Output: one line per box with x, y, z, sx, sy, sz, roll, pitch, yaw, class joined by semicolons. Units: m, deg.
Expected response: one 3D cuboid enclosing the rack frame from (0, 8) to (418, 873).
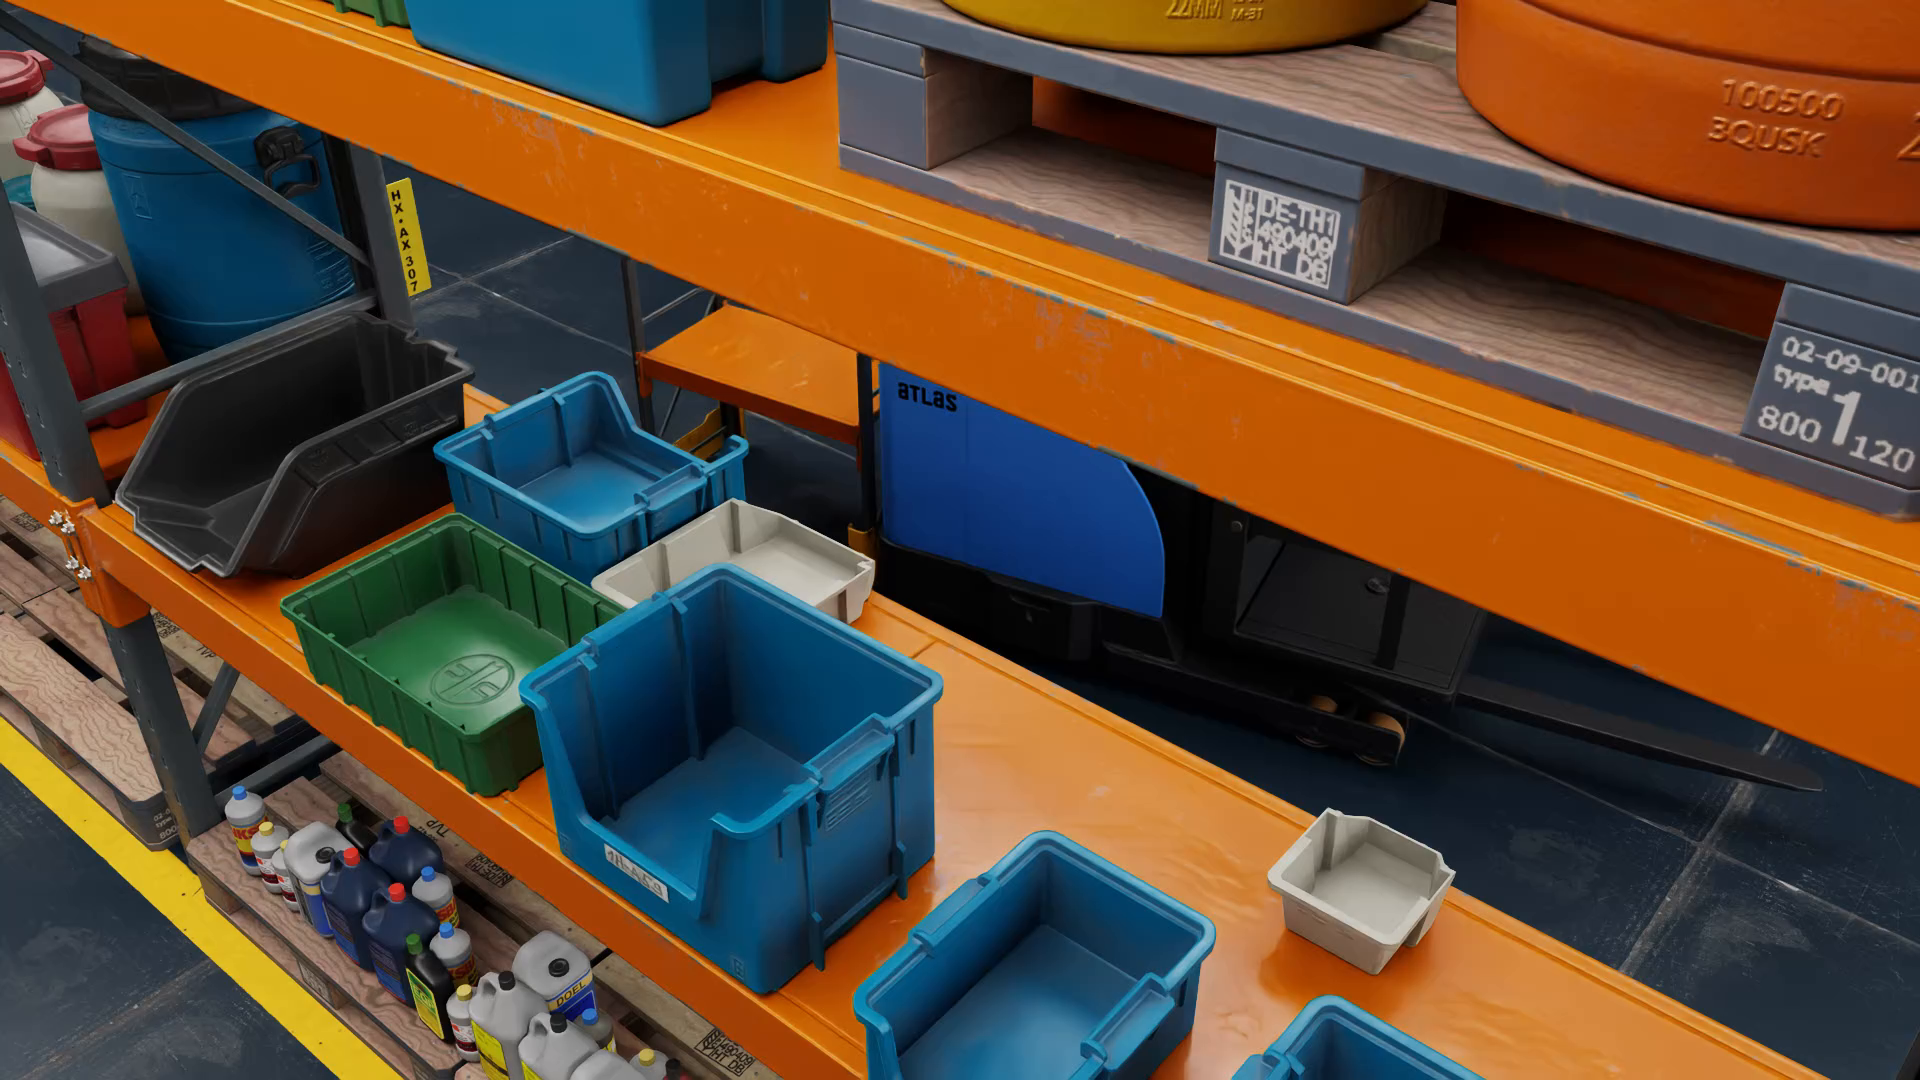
-1.881;-0.474;4.291;0.127;3.000;1.000;25;42;32;rack frame

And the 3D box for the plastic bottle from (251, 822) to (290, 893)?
-1.838;0.841;4.459;0.097;0.201;0.097;0;34;0;plastic bottle

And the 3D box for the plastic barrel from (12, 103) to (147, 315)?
-2.475;-0.972;4.896;0.433;0.535;0.433;0;34;0;plastic barrel

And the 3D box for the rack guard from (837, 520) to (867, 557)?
-0.256;-0.081;6.147;0.087;0.250;0.587;19;39;25;rack guard

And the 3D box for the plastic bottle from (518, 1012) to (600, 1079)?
-0.911;1.199;3.806;0.185;0.351;0.144;27;43;34;plastic bottle

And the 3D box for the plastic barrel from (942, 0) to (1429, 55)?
0.236;-0.870;1.681;0.600;0.588;0.600;0;34;0;plastic barrel

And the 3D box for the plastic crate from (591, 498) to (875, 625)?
-0.471;0.112;3.670;0.437;0.136;0.530;25;42;32;plastic crate

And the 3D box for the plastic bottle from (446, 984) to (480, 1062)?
-1.178;1.152;4.006;0.097;0.201;0.097;0;34;0;plastic bottle

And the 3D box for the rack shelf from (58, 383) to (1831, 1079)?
-0.343;0.547;3.440;4.000;0.370;1.077;25;42;32;rack shelf

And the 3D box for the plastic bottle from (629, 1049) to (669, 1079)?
-0.716;1.258;3.852;0.097;0.201;0.097;0;34;0;plastic bottle

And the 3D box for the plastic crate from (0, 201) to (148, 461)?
-2.448;-0.543;4.334;0.583;0.464;0.402;25;42;32;plastic crate

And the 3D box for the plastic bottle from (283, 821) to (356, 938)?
-1.650;0.878;4.338;0.135;0.276;0.152;27;43;33;plastic bottle

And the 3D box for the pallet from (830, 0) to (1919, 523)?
0.620;-0.526;1.884;1.213;0.211;1.003;25;42;32;pallet

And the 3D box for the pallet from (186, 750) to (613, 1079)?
-1.391;0.937;4.700;1.213;0.211;1.003;25;42;32;pallet

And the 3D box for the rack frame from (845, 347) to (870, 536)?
-0.240;-0.590;5.785;0.032;1.500;0.500;19;39;25;rack frame

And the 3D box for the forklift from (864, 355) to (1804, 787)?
1.229;-0.858;4.910;3.031;2.935;1.130;16;37;21;forklift

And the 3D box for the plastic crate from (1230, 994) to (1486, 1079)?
0.617;0.985;2.298;0.616;0.251;0.499;25;42;32;plastic crate

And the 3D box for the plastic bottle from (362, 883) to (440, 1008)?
-1.381;0.978;4.128;0.185;0.351;0.144;23;41;30;plastic bottle

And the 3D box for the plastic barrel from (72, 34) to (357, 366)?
-1.984;-0.953;4.545;0.708;0.901;0.600;25;42;32;plastic barrel

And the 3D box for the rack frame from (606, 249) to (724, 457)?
-1.108;-0.890;6.221;0.032;1.500;0.500;19;39;25;rack frame

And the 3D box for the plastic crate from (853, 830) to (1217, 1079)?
0.122;0.747;2.644;0.408;0.251;0.499;25;42;32;plastic crate

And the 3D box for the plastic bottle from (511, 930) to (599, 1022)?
-0.978;1.089;4.032;0.135;0.276;0.152;25;42;32;plastic bottle

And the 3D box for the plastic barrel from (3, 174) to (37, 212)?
-2.800;-0.963;5.125;0.301;0.262;0.301;0;34;0;plastic barrel

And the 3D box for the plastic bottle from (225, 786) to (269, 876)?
-1.916;0.775;4.493;0.097;0.271;0.097;0;34;0;plastic bottle

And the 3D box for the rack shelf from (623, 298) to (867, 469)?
-0.674;-0.592;6.105;1.000;0.185;0.538;19;39;25;rack shelf

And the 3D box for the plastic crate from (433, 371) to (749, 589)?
-0.856;-0.130;3.921;0.616;0.251;0.499;25;42;32;plastic crate

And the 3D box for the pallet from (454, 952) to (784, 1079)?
-0.449;1.378;4.056;1.213;0.211;1.003;25;42;32;pallet

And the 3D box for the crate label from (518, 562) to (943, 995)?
-0.394;0.411;2.971;0.616;0.435;0.502;25;42;32;crate label

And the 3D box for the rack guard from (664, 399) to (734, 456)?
-1.107;-0.374;6.574;0.087;0.250;0.587;19;39;25;rack guard

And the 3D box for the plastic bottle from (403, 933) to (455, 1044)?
-1.280;1.083;4.034;0.133;0.283;0.061;27;43;34;plastic bottle

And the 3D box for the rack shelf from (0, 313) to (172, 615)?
-3.418;-0.902;5.549;4.000;0.370;1.077;25;42;32;rack shelf

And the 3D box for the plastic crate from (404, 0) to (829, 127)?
-0.465;-0.815;2.152;0.575;0.384;0.392;25;42;32;plastic crate

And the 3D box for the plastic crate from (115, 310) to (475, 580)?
-1.560;-0.204;3.952;0.504;0.338;0.767;25;42;32;plastic crate

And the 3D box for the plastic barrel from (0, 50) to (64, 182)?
-3.039;-1.238;5.283;0.433;0.535;0.433;0;34;0;plastic barrel

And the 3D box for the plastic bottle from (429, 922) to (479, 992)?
-1.244;1.047;4.097;0.097;0.271;0.097;0;34;0;plastic bottle

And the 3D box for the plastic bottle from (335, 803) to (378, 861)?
-1.582;0.829;4.404;0.133;0.283;0.061;25;42;32;plastic bottle

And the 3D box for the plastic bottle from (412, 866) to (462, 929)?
-1.337;0.942;4.250;0.097;0.271;0.097;0;34;0;plastic bottle

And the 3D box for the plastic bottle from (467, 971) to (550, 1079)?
-1.054;1.132;3.904;0.185;0.351;0.144;25;42;31;plastic bottle

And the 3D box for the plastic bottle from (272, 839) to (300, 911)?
-1.760;0.878;4.406;0.097;0.201;0.097;0;34;0;plastic bottle

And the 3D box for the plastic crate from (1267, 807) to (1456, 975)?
0.712;0.619;2.932;0.250;0.136;0.298;25;42;32;plastic crate

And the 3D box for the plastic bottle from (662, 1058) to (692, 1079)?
-0.607;1.289;3.735;0.133;0.283;0.061;25;42;32;plastic bottle

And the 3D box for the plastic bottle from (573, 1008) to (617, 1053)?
-0.867;1.192;3.948;0.097;0.201;0.097;0;34;0;plastic bottle

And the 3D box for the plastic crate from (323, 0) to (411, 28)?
-0.842;-0.933;2.497;0.450;0.188;0.336;25;42;32;plastic crate

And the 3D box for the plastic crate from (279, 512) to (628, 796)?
-1.018;0.228;3.456;0.662;0.188;0.450;25;42;32;plastic crate

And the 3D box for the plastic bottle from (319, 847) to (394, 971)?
-1.526;0.909;4.228;0.185;0.351;0.144;26;42;33;plastic bottle

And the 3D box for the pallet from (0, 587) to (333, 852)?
-2.509;0.408;5.470;1.213;0.211;1.003;25;42;32;pallet

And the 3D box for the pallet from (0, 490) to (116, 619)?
-3.451;-0.034;6.113;1.213;0.211;1.003;25;42;32;pallet

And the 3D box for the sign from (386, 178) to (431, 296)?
-1.520;-0.824;4.555;0.005;0.325;0.100;25;42;32;sign

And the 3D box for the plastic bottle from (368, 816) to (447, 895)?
-1.433;0.847;4.319;0.185;0.351;0.144;25;42;32;plastic bottle

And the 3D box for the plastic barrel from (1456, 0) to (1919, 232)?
0.739;-0.733;1.267;0.708;0.830;0.600;25;42;32;plastic barrel

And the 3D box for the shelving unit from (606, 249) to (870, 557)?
-0.682;-0.743;6.007;1.083;1.500;0.587;19;39;25;shelving unit

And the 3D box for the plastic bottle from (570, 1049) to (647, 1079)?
-0.781;1.288;3.742;0.135;0.276;0.152;24;41;31;plastic bottle
